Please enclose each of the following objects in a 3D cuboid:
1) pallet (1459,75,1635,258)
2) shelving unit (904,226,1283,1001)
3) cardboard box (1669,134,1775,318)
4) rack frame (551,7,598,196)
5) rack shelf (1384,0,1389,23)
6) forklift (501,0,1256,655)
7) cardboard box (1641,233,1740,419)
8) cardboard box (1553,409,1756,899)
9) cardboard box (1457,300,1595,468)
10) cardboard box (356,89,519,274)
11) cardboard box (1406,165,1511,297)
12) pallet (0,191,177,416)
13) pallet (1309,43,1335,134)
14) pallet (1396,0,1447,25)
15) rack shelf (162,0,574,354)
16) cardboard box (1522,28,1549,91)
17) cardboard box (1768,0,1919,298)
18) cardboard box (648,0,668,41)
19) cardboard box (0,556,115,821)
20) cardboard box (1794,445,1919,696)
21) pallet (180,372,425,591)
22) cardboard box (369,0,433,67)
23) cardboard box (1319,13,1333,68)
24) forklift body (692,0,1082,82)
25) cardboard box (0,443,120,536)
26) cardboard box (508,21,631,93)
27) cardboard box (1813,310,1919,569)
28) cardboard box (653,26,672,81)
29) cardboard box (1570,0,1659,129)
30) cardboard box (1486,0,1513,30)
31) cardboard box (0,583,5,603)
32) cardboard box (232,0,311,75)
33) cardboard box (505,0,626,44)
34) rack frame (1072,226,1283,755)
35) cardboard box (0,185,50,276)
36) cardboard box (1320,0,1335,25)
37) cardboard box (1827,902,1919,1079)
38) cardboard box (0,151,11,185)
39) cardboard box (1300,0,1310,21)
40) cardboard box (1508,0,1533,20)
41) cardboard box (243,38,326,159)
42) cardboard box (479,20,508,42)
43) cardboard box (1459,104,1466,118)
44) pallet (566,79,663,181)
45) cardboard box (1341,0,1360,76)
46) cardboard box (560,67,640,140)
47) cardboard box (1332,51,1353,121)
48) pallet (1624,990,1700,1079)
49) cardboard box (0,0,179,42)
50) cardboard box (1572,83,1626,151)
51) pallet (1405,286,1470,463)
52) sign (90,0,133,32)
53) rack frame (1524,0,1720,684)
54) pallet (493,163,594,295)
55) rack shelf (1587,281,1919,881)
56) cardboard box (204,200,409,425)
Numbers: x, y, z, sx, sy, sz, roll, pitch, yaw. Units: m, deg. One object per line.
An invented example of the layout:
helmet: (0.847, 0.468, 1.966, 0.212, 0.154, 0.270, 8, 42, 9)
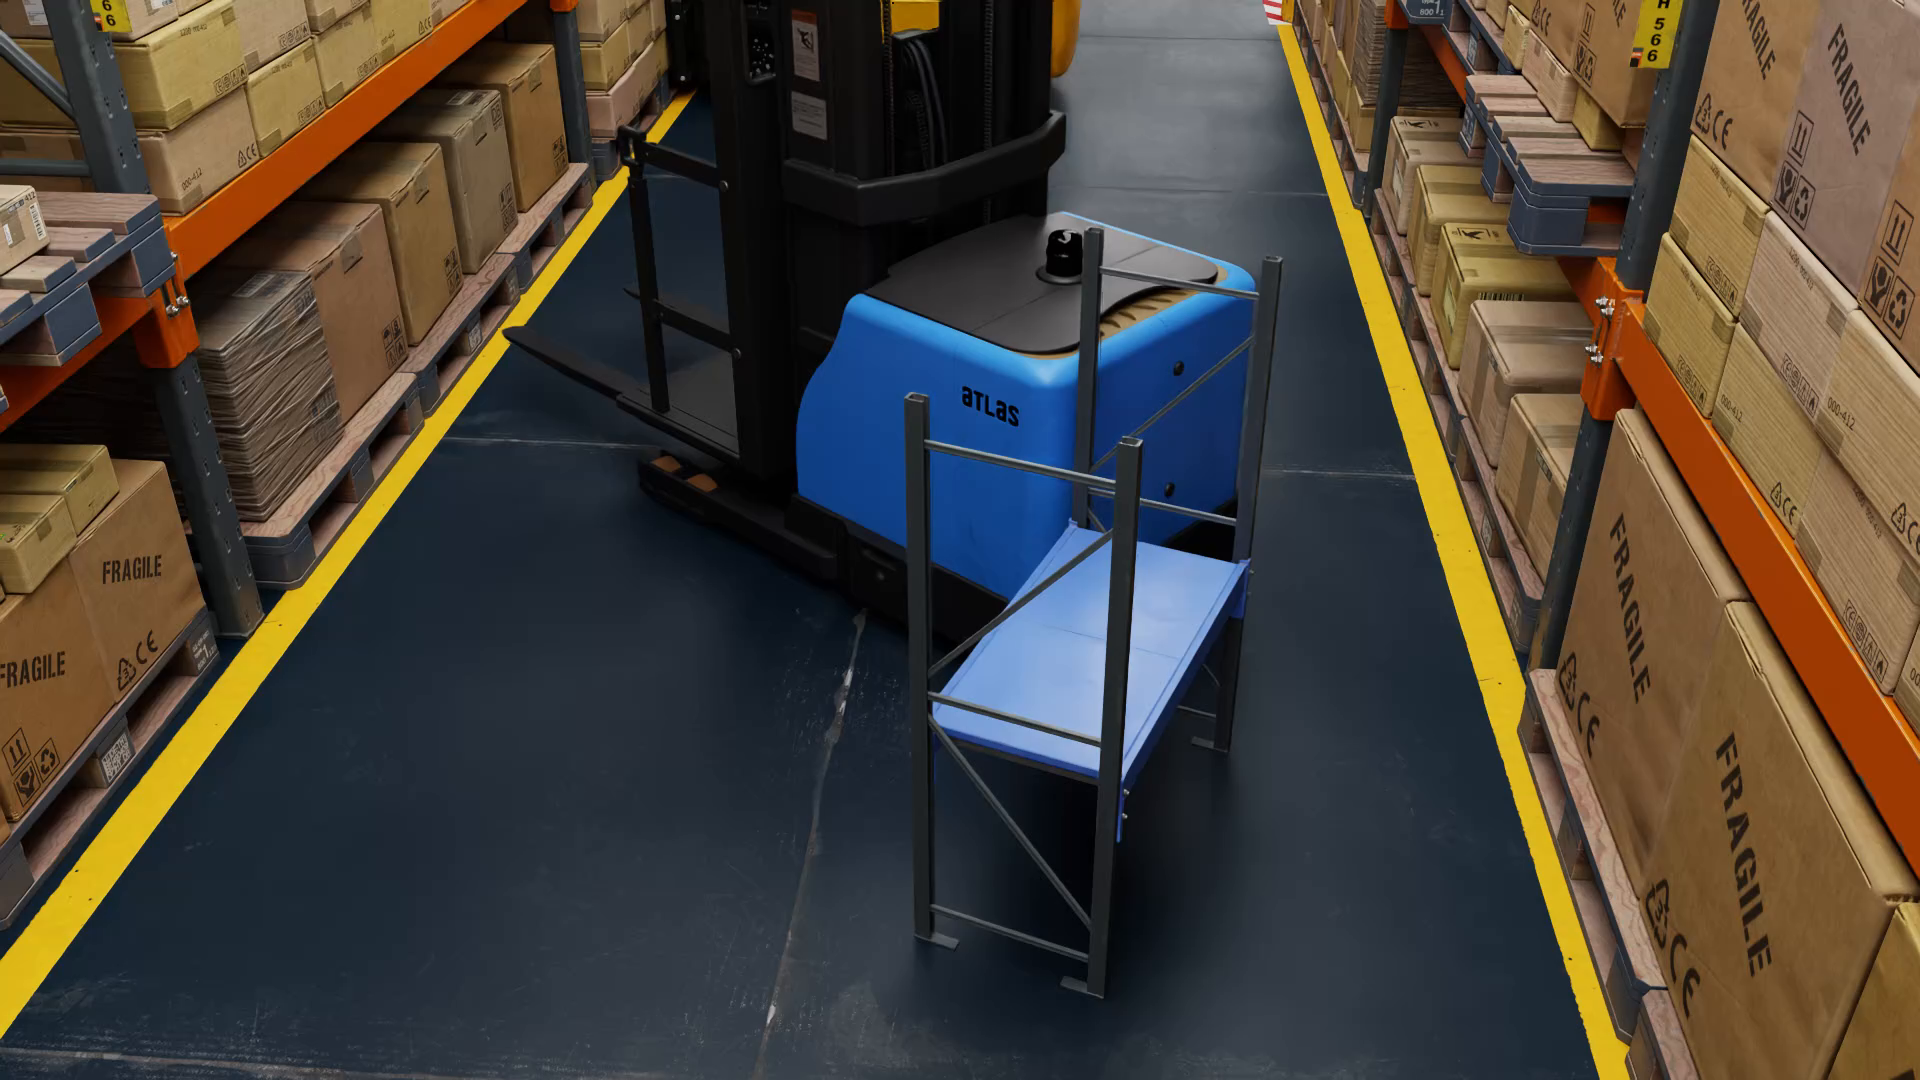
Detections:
pallet: (2.165, -1.101, 4.860, 1.213, 0.211, 1.003, 2, 32, 4)
shelving unit: (0.332, 0.156, 4.067, 0.538, 1.500, 1.048, 13, 34, 21)
cardboard box: (1.926, -0.700, 3.693, 0.500, 0.250, 0.500, 2, 32, 4)
rack frame: (-2.408, -3.107, 7.933, 1.000, 3.000, 0.127, 2, 32, 4)
rack shelf: (2.702, -3.637, 9.478, 1.077, 0.370, 4.000, 2, 32, 4)
forklift: (-0.511, -1.490, 5.373, 3.031, 2.935, 1.130, 26, 40, 35)
cardboard box: (1.923, -0.496, 3.839, 0.500, 0.250, 0.500, 2, 32, 3)
cardboard box: (2.074, 0.278, 4.065, 0.875, 0.875, 0.875, 2, 32, 4)
cardboard box: (2.321, -0.547, 5.883, 0.950, 0.372, 0.625, 2, 32, 3)
cardboard box: (-2.511, -1.596, 7.344, 0.875, 0.625, 0.625, 2, 32, 3)
cardboard box: (2.444, -1.307, 7.116, 0.950, 0.372, 0.625, 4, 32, 7)
pallet: (-2.719, -0.576, 4.009, 1.213, 0.211, 1.003, 2, 32, 4)
pallet: (2.655, -2.702, 9.934, 1.003, 0.211, 1.213, 2, 32, 4)
pallet: (2.332, -2.422, 7.004, 1.003, 0.211, 1.213, 2, 32, 4)
rack shelf: (-2.571, -1.755, 6.425, 1.077, 0.370, 4.000, 2, 32, 4)
cardboard box: (1.960, -1.467, 5.111, 0.380, 0.149, 0.250, 1, 32, 2)
cardboard box: (1.899, -0.766, 3.086, 0.500, 0.500, 0.500, 3, 32, 4)
cardboard box: (-1.970, -3.094, 9.655, 0.500, 0.250, 0.500, 2, 32, 4)
cardboard box: (-2.605, 0.361, 4.287, 0.500, 0.500, 0.500, 2, 32, 3)
cardboard box: (1.850, 0.047, 2.958, 0.500, 0.250, 0.500, 3, 32, 6)
pallet: (-2.628, -0.257, 5.966, 1.003, 0.211, 1.213, 2, 32, 4)
cardboard box: (-2.330, -1.977, 6.242, 0.500, 0.250, 0.500, 3, 32, 6)
cardboard box: (2.443, -3.034, 10.035, 0.500, 0.250, 0.500, 5, 32, 7)
forklift body: (-0.419, -3.768, 9.814, 2.313, 2.155, 1.214, 2, 32, 4)
cardboard box: (-2.522, -0.137, 4.478, 0.380, 0.149, 0.250, 1, 32, 2)
cardboard box: (-2.061, -2.568, 8.802, 0.500, 0.250, 0.500, 2, 32, 4)
cardboard box: (1.830, -0.170, 2.833, 0.500, 0.250, 0.500, 2, 32, 4)
cardboard box: (-1.987, -2.890, 9.800, 0.500, 0.250, 0.500, 3, 32, 5)
cardboard box: (1.973, -1.403, 4.388, 0.500, 0.500, 0.500, 2, 32, 3)
cardboard box: (2.053, -1.872, 5.768, 0.380, 0.149, 0.250, 1, 32, 2)
cardboard box: (-2.579, 0.143, 4.024, 0.380, 0.149, 0.250, 1, 32, 2)
cardboard box: (-2.413, -1.648, 5.231, 0.500, 0.250, 0.500, 3, 32, 6)
cardboard box: (-2.056, -2.781, 8.670, 0.500, 0.250, 0.500, 2, 32, 3)
rack frame: (0.543, -0.086, 4.460, 0.500, 1.500, 0.032, 13, 34, 21)
cardboard box: (-2.405, -0.728, 3.911, 0.380, 0.149, 0.250, 3, 32, 5)
cardboard box: (2.435, -3.358, 9.846, 0.500, 0.500, 0.500, 3, 32, 5)
cardboard box: (1.924, 1.212, 2.550, 0.875, 0.875, 0.875, 3, 32, 5)
cardboard box: (-2.952, -1.198, 4.977, 0.500, 0.250, 0.500, 2, 32, 3)
cardboard box: (2.523, -3.587, 10.932, 0.500, 0.250, 0.500, 2, 32, 4)
cardboard box: (2.044, -1.938, 5.256, 0.500, 0.500, 0.500, 0, 32, 1)
cardboard box: (-2.408, -1.436, 5.364, 0.500, 0.250, 0.500, 2, 32, 3)
cardboard box: (-2.561, -2.807, 8.713, 0.500, 0.250, 0.500, 3, 32, 5)
cardboard box: (2.856, -2.202, 8.685, 0.500, 0.250, 0.500, 1, 32, 2)
pallet: (-2.302, -2.334, 9.336, 1.003, 0.211, 1.213, 2, 32, 4)
cardboard box: (2.359, -2.811, 8.959, 0.500, 0.500, 0.500, 3, 32, 5)
cardboard box: (-2.039, -2.354, 8.932, 0.500, 0.250, 0.500, 3, 32, 4)
cardboard box: (2.353, -2.505, 9.176, 0.500, 0.250, 0.500, 2, 32, 3)
pallet: (1.972, 1.427, 3.233, 1.003, 0.211, 1.213, 2, 32, 4)
cardboard box: (-2.415, -1.488, 4.592, 0.380, 0.149, 0.250, 3, 32, 5)
cardboard box: (1.955, -1.202, 4.681, 0.380, 0.149, 0.250, 3, 32, 5)
pallet: (2.380, -0.663, 6.625, 1.003, 0.211, 1.213, 2, 32, 4)
sign: (-2.192, -1.457, 4.226, 0.100, 0.325, 0.005, 2, 32, 4)
rack frame: (2.213, -0.805, 4.198, 1.000, 3.000, 0.127, 2, 32, 4)
pallet: (-2.430, -1.533, 8.037, 1.003, 0.211, 1.213, 2, 32, 4)
rack shelf: (2.051, 0.547, 2.690, 1.077, 0.370, 4.000, 2, 32, 4)
cardboard box: (-2.624, -0.851, 6.135, 0.875, 0.625, 0.625, 3, 32, 6)
